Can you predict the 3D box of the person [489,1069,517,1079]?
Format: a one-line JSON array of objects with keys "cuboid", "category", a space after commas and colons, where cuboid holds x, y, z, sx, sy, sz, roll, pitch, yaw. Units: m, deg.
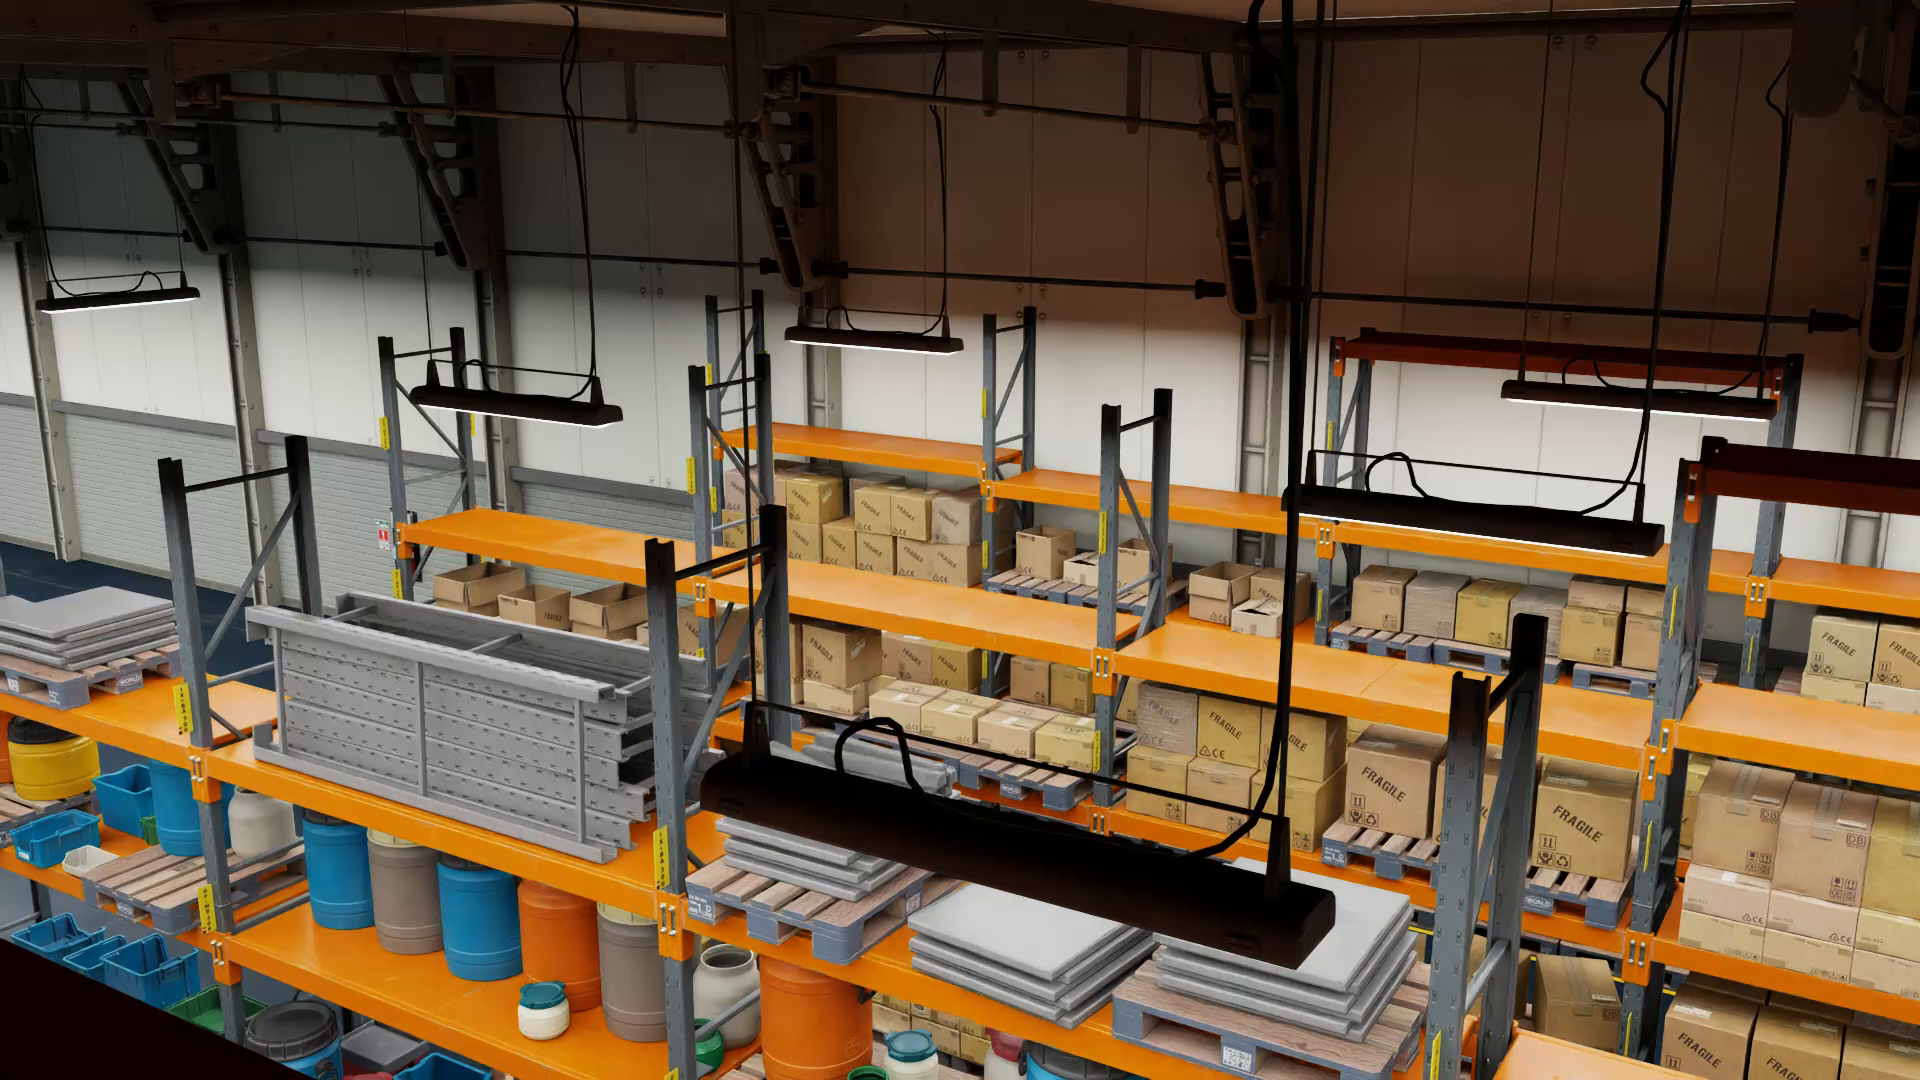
[{"cuboid": [-3.220, 4.467, 11.602, 1.032, 1.678, 0.506, 1, 14, 5], "category": "person"}]
